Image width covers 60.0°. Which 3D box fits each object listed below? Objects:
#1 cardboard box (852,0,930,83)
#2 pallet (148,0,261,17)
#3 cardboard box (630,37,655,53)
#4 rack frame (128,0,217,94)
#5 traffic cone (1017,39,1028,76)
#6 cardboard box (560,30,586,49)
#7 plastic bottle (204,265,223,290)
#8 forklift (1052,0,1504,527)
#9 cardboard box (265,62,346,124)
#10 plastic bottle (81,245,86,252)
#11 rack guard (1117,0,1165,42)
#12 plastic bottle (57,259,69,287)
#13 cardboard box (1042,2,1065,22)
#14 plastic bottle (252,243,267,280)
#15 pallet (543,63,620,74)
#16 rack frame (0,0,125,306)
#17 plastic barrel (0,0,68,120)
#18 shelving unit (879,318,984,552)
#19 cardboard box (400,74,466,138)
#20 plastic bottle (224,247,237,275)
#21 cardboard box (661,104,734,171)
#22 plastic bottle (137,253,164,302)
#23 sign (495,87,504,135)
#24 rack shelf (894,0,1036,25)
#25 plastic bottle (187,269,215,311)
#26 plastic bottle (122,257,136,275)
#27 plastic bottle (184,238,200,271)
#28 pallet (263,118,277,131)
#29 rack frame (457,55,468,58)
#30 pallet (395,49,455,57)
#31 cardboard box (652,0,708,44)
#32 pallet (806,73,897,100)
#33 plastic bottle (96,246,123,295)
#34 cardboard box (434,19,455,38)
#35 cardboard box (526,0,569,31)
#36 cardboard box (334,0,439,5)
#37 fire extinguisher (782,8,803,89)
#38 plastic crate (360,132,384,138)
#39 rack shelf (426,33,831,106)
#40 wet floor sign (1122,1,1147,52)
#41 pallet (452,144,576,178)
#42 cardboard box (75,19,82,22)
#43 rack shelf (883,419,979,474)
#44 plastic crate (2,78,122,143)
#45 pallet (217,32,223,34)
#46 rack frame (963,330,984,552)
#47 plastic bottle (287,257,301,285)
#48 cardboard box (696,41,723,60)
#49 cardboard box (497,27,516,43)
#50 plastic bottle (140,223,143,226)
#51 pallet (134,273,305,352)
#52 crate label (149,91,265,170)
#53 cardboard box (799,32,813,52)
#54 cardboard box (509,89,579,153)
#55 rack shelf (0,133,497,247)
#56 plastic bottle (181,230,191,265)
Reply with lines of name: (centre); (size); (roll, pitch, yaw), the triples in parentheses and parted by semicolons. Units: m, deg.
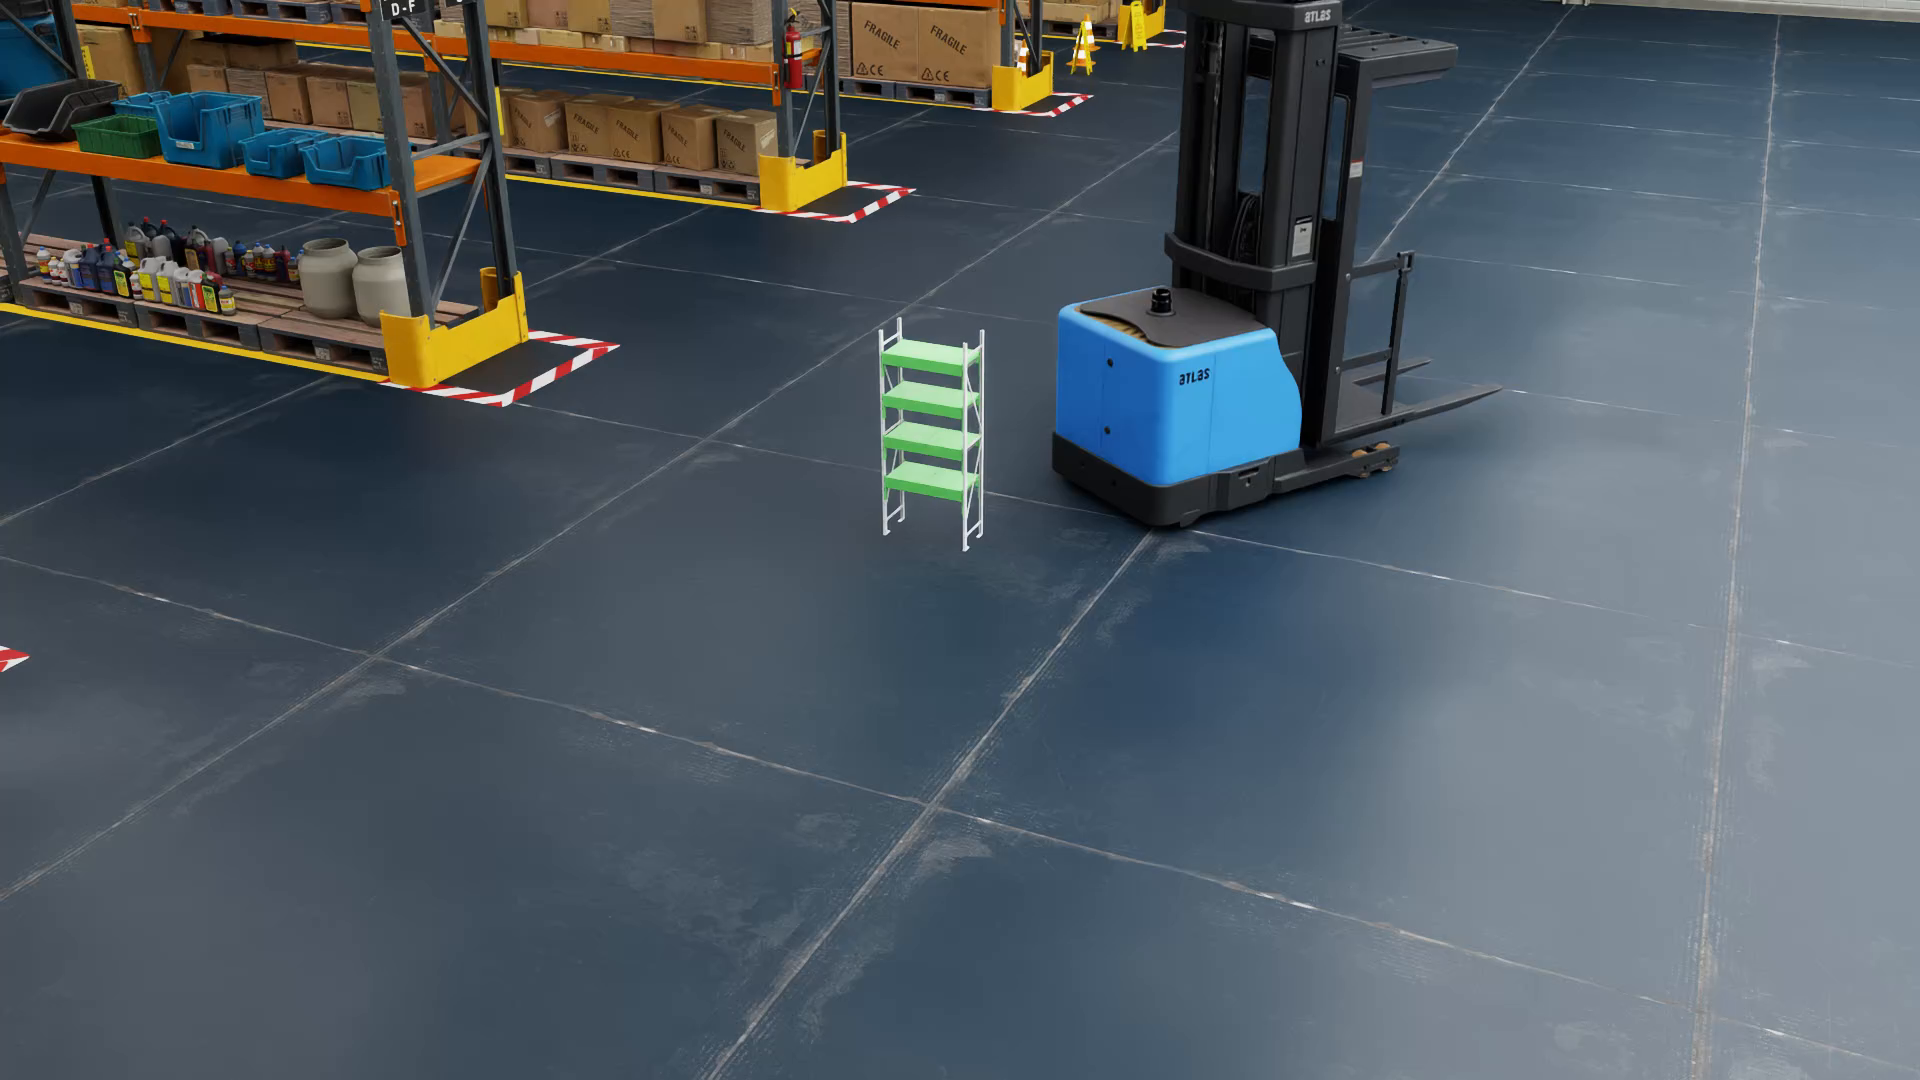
cardboard box: (-0.718, -6.101, 20.176); (0.875, 0.875, 0.875); (11, 28, 21)
pallet: (-8.006, -5.922, 18.099); (1.003, 0.211, 1.213); (11, 28, 22)
cardboard box: (-2.906, -4.711, 15.707); (0.250, 0.149, 0.380); (11, 28, 22)
rack frame: (-8.699, -6.095, 18.235); (0.127, 3.000, 1.000); (11, 28, 22)
traffic cone: (0.833, -6.139, 21.194); (0.334, 0.463, 0.336); (11, 28, 22)
cardboard box: (-3.616, -4.822, 15.933); (0.250, 0.149, 0.380); (11, 28, 22)
plastic bottle: (-5.495, -1.879, 12.249); (0.133, 0.283, 0.061); (11, 28, 22)
forklift: (2.066, -1.867, 9.723); (3.031, 2.935, 1.130); (-16, 30, -29)
cardboard box: (-7.052, -4.860, 18.057); (0.500, 0.500, 0.700); (14, 29, 26)
plastic bottle: (-6.650, -2.112, 12.720); (0.133, 0.283, 0.061); (11, 28, 22)
rack guard: (2.616, -7.510, 23.937); (0.348, 0.500, 1.175); (11, 28, 22)
plastic bottle: (-6.814, -2.043, 12.673); (0.097, 0.201, 0.097); (0, 26, 0)
cardboard box: (1.370, -7.710, 24.151); (0.500, 0.250, 0.500); (11, 28, 22)
plastic bottle: (-5.391, -2.152, 12.816); (0.097, 0.271, 0.097); (0, 26, 0)
pallet: (-4.761, -6.422, 22.055); (1.213, 0.211, 1.003); (11, 28, 22)
rack frame: (-7.108, -3.373, 12.704); (0.127, 3.000, 1.000); (11, 28, 22)
plastic barrel: (-7.334, -3.790, 12.984); (0.708, 0.901, 0.600); (11, 28, 22)
shelving unit: (-0.151, -0.569, 9.046); (0.503, 1.200, 0.258); (11, 28, 22)
cardboard box: (-5.608, -4.561, 17.450); (0.500, 0.500, 0.700); (9, 28, 18)
plastic bottle: (-5.669, -2.177, 12.945); (0.097, 0.201, 0.097); (0, 26, 0)
cardboard box: (-2.536, -3.916, 16.163); (0.500, 0.500, 0.500); (20, 33, 35)
plastic bottle: (-5.986, -1.955, 12.326); (0.185, 0.351, 0.144); (11, 28, 21)
sign: (-3.235, -2.986, 11.605); (0.005, 0.325, 0.100); (11, 28, 22)
rack shelf: (-1.092, -6.652, 20.179); (4.000, 0.370, 1.077); (11, 28, 22)
plastic bottle: (-5.538, -1.833, 12.163); (0.135, 0.276, 0.152); (12, 28, 22)
plastic bottle: (-6.224, -1.985, 12.477); (0.097, 0.271, 0.097); (0, 26, 0)
plastic bottle: (-5.953, -2.209, 12.919); (0.133, 0.283, 0.061); (11, 28, 22)
pallet: (-7.988, -4.701, 18.559); (1.213, 0.211, 1.003); (11, 28, 22)
rack frame: (-6.554, -8.071, 22.248); (0.127, 3.000, 1.000); (11, 28, 22)
pallet: (-7.265, -6.964, 23.155); (1.213, 0.211, 1.003); (11, 28, 22)
cardboard box: (-2.411, -4.966, 15.490); (0.500, 0.500, 0.875); (11, 28, 22)
pallet: (-1.138, -5.696, 20.580); (1.213, 0.211, 1.003); (11, 28, 22)
plastic bottle: (-6.373, -2.033, 12.483); (0.185, 0.351, 0.144); (10, 28, 20)
cardboard box: (-4.987, -5.091, 16.479); (0.250, 0.149, 0.380); (11, 28, 22)
cardboard box: (-3.736, -5.279, 16.126); (0.500, 0.500, 0.875); (11, 28, 22)
cardboard box: (-5.723, -6.023, 16.933); (1.000, 1.000, 1.000); (12, 28, 22)
fire extinguisher: (-1.503, -4.392, 14.862); (0.183, 0.674, 0.296); (11, 28, 22)
plastic crate: (-4.148, -2.816, 11.872); (0.250, 0.136, 0.298); (11, 28, 22)
rack shelf: (-3.237, -4.676, 16.165); (4.000, 0.370, 1.077); (11, 28, 22)
wet floor sign: (2.416, -7.096, 22.933); (0.232, 0.644, 0.267); (23, 35, 39)
pallet: (-4.432, -4.005, 17.145); (1.213, 0.211, 1.003); (11, 28, 22)
cardboard box: (-10.127, -5.631, 19.222); (0.875, 0.875, 1.225); (11, 28, 22)
rack shelf: (-0.151, -0.511, 9.075); (0.480, 0.148, 0.258); (11, 28, 22)
plastic crate: (-6.684, -3.198, 12.420); (0.504, 0.338, 0.767); (11, 28, 22)
pallet: (-10.821, -7.660, 24.570); (1.213, 0.211, 1.003); (11, 28, 22)
rack frame: (0.071, -0.524, 8.956); (0.015, 1.200, 0.240); (11, 28, 22)
plastic bottle: (-5.082, -2.059, 12.706); (0.097, 0.201, 0.097); (0, 26, 0)
cardboard box: (-2.238, -4.560, 15.401); (0.250, 0.149, 0.380); (11, 28, 22)
cardboard box: (-4.294, -4.964, 16.220); (0.250, 0.149, 0.380); (11, 28, 22)
plastic bottle: (-6.533, -2.396, 13.298); (0.133, 0.283, 0.061); (13, 29, 24)
pallet: (-5.399, -1.760, 12.585); (1.213, 0.211, 1.003); (11, 28, 22)
crate label: (-5.254, -2.885, 11.674); (0.616, 0.435, 0.502); (11, 28, 22)
cardboard box: (-1.577, -4.668, 15.620); (0.250, 0.149, 0.380); (11, 28, 22)
cardboard box: (-4.186, -4.240, 16.821); (0.500, 0.500, 0.500); (22, 34, 38)
rack shelf: (-5.287, -2.684, 12.120); (4.000, 0.370, 1.077); (11, 28, 22)
plastic bottle: (-6.062, -2.301, 13.106); (0.133, 0.283, 0.061); (13, 29, 25)
